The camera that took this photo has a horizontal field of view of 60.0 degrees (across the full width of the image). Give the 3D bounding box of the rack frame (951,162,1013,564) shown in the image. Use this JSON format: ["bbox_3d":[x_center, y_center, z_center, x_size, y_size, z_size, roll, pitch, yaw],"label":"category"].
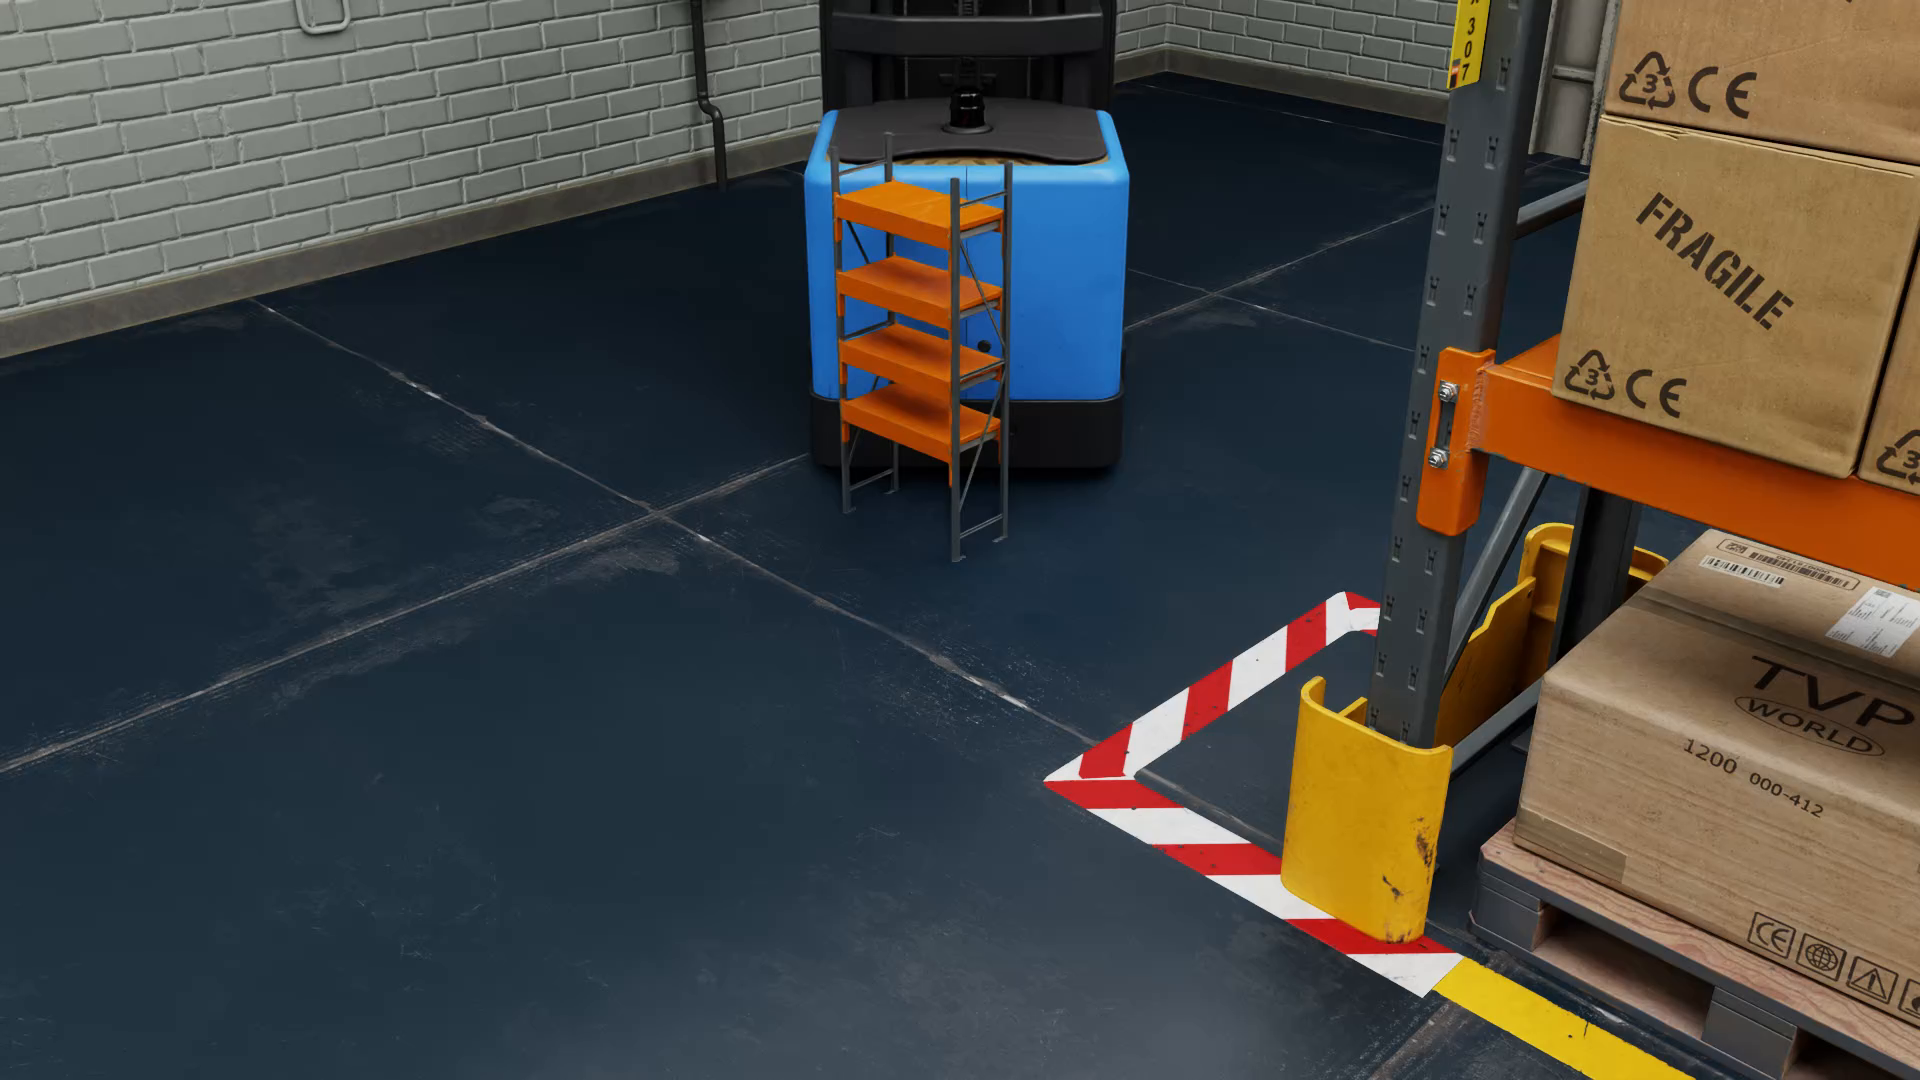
[{"bbox_3d":[0.062,-0.499,4.909,0.015,1.200,0.240,24,36,38],"label":"rack frame"}]

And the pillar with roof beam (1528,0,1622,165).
[{"bbox_3d":[0.419,-4.738,4.591,0.400,9.000,9.100,25,36,38],"label":"pillar with roof beam"}]

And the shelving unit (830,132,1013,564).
[{"bbox_3d":[-0.115,-0.577,5.058,0.503,1.200,0.258,24,36,38],"label":"shelving unit"}]

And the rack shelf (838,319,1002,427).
[{"bbox_3d":[-0.115,-0.517,5.089,0.480,0.148,0.258,24,36,38],"label":"rack shelf"}]

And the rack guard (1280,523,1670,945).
[{"bbox_3d":[1.234,0.415,3.924,0.348,0.500,1.175,25,36,38],"label":"rack guard"}]

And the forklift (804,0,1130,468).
[{"bbox_3d":[0.030,-2.180,6.247,1.130,2.935,3.031,0,28,0],"label":"forklift"}]

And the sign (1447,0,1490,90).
[{"bbox_3d":[0.857,-0.920,2.761,0.005,0.325,0.100,25,36,38],"label":"sign"}]

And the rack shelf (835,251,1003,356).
[{"bbox_3d":[-0.115,-0.715,4.985,0.480,0.148,0.258,24,36,38],"label":"rack shelf"}]

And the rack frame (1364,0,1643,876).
[{"bbox_3d":[1.251,-0.684,3.327,0.127,3.000,1.000,25,36,38],"label":"rack frame"}]

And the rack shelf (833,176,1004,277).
[{"bbox_3d":[-0.115,-0.925,4.875,0.480,0.148,0.258,24,36,38],"label":"rack shelf"}]

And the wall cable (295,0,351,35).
[{"bbox_3d":[-2.786,-2.979,6.568,0.123,1.953,0.585,25,36,38],"label":"wall cable"}]

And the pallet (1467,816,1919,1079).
[{"bbox_3d":[1.876,0.786,3.529,1.213,0.211,1.003,25,36,38],"label":"pallet"}]

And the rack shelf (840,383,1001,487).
[{"bbox_3d":[-0.115,-0.342,5.182,0.480,0.148,0.258,24,36,38],"label":"rack shelf"}]

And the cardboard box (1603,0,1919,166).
[{"bbox_3d":[1.393,-0.919,2.594,0.500,0.500,0.500,24,36,37],"label":"cardboard box"}]

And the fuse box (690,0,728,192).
[{"bbox_3d":[-1.210,-2.595,8.347,0.414,1.711,0.539,25,36,38],"label":"fuse box"}]

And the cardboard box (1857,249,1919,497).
[{"bbox_3d":[1.772,-0.320,2.529,0.500,0.500,0.500,24,36,38],"label":"cardboard box"}]

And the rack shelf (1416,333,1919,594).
[{"bbox_3d":[2.677,0.287,2.254,4.000,0.370,1.077,25,36,38],"label":"rack shelf"}]

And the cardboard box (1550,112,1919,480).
[{"bbox_3d":[1.392,-0.476,2.825,0.500,0.500,0.500,24,36,38],"label":"cardboard box"}]

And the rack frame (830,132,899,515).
[{"bbox_3d":[-0.292,-0.655,5.206,0.015,1.200,0.240,24,36,38],"label":"rack frame"}]

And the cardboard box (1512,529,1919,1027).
[{"bbox_3d":[1.791,0.447,3.479,0.875,0.438,0.875,23,36,37],"label":"cardboard box"}]
